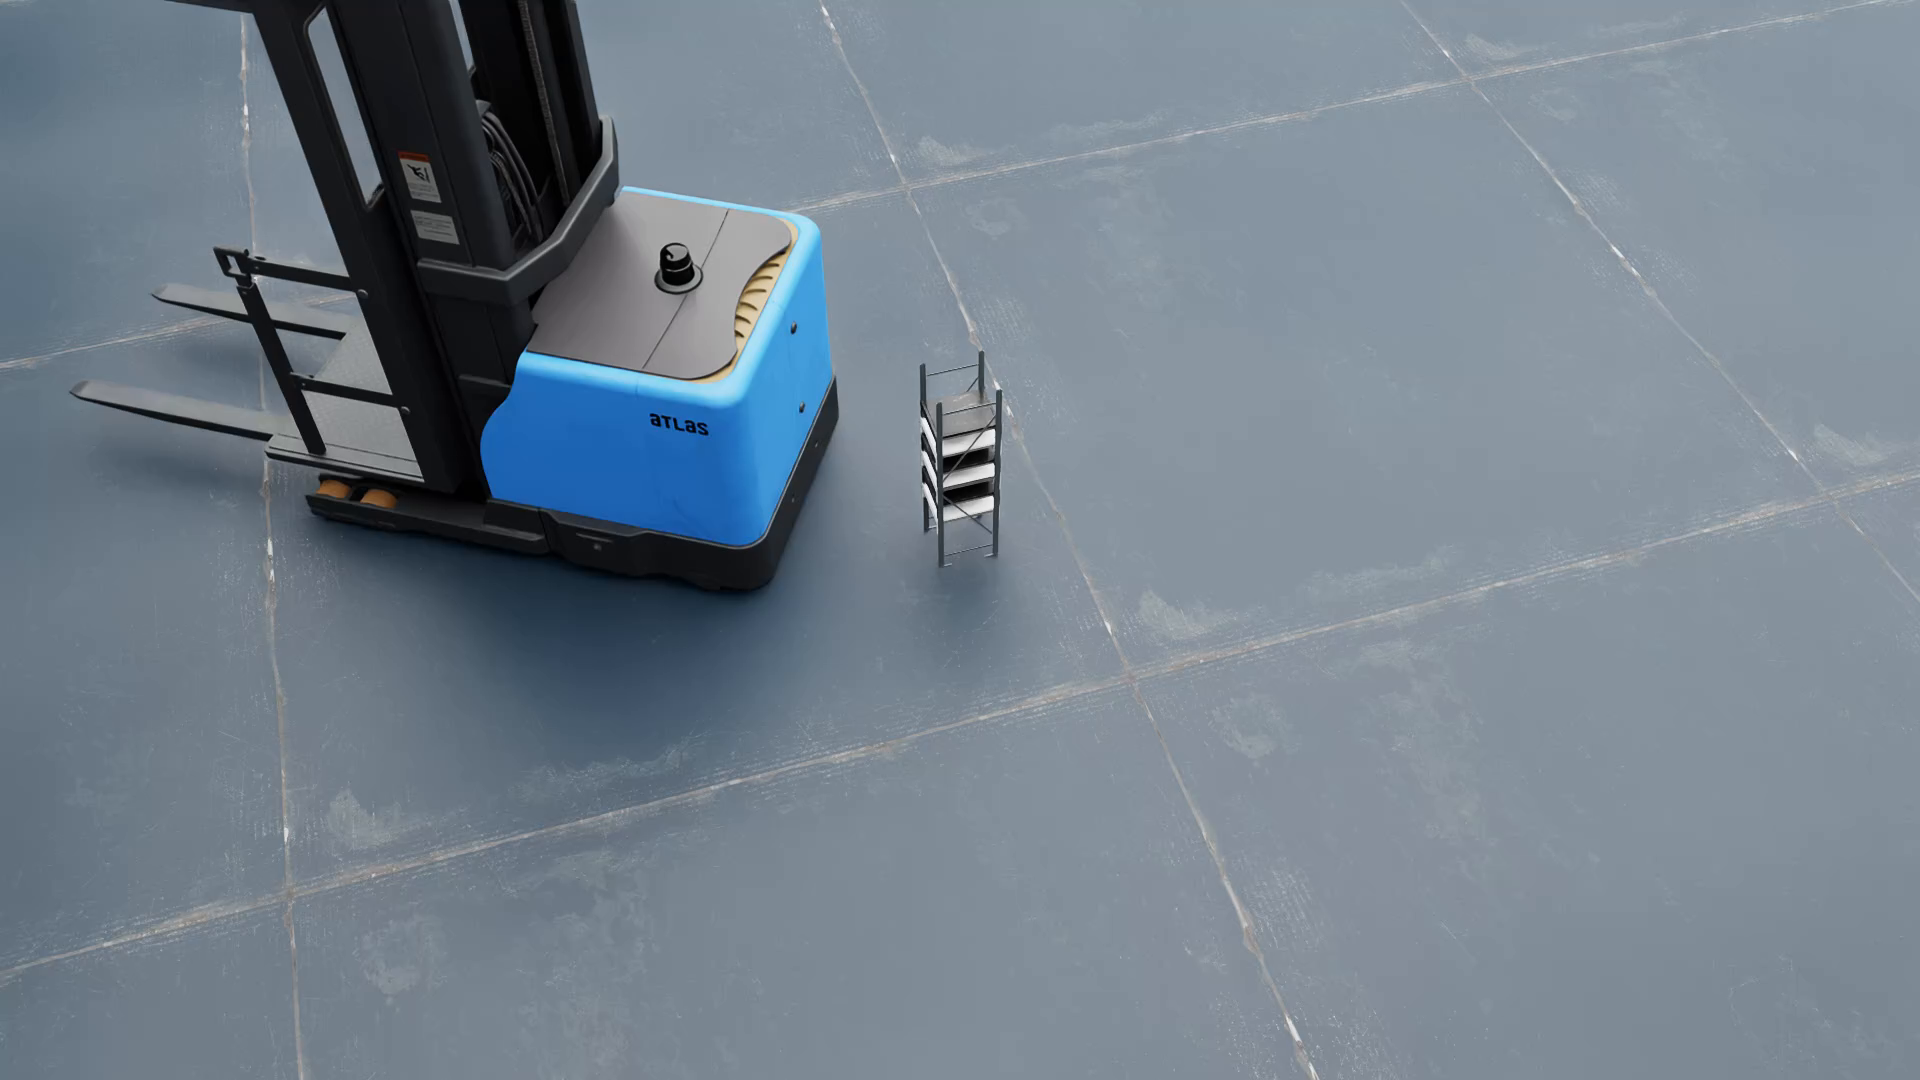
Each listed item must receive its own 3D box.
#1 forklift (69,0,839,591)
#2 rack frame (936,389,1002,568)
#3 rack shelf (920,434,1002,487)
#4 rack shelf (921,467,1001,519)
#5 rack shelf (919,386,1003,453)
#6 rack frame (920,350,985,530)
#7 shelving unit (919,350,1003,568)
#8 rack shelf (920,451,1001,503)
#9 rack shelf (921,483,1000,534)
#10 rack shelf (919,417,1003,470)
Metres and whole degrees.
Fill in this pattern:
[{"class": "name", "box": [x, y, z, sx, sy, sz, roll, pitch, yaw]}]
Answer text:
[{"class": "forklift", "box": [-2.075, -1.367, 5.775, 3.031, 2.935, 1.130, 11, 51, 9]}, {"class": "rack frame", "box": [0.032, -0.210, 6.128, 0.240, 0.900, 0.006, -13, 51, -11]}, {"class": "rack shelf", "box": [0.002, -0.321, 6.147, 0.258, 0.077, 0.200, -13, 51, -11]}, {"class": "rack shelf", "box": [0.002, -0.205, 6.285, 0.258, 0.077, 0.200, -13, 51, -11]}, {"class": "rack shelf", "box": [0.002, -0.437, 6.010, 0.258, 0.077, 0.200, -13, 51, -11]}, {"class": "rack frame", "box": [-0.028, -0.358, 6.253, 0.240, 0.900, 0.006, -13, 51, -11]}, {"class": "shelving unit", "box": [0.002, -0.284, 6.191, 0.258, 0.900, 0.210, -13, 51, -11]}, {"class": "rack shelf", "box": [0.002, -0.263, 6.216, 0.258, 0.077, 0.200, -13, 51, -11]}, {"class": "rack shelf", "box": [0.002, -0.147, 6.354, 0.258, 0.077, 0.200, -13, 51, -11]}, {"class": "rack shelf", "box": [0.002, -0.379, 6.078, 0.258, 0.077, 0.200, -13, 51, -11]}]
